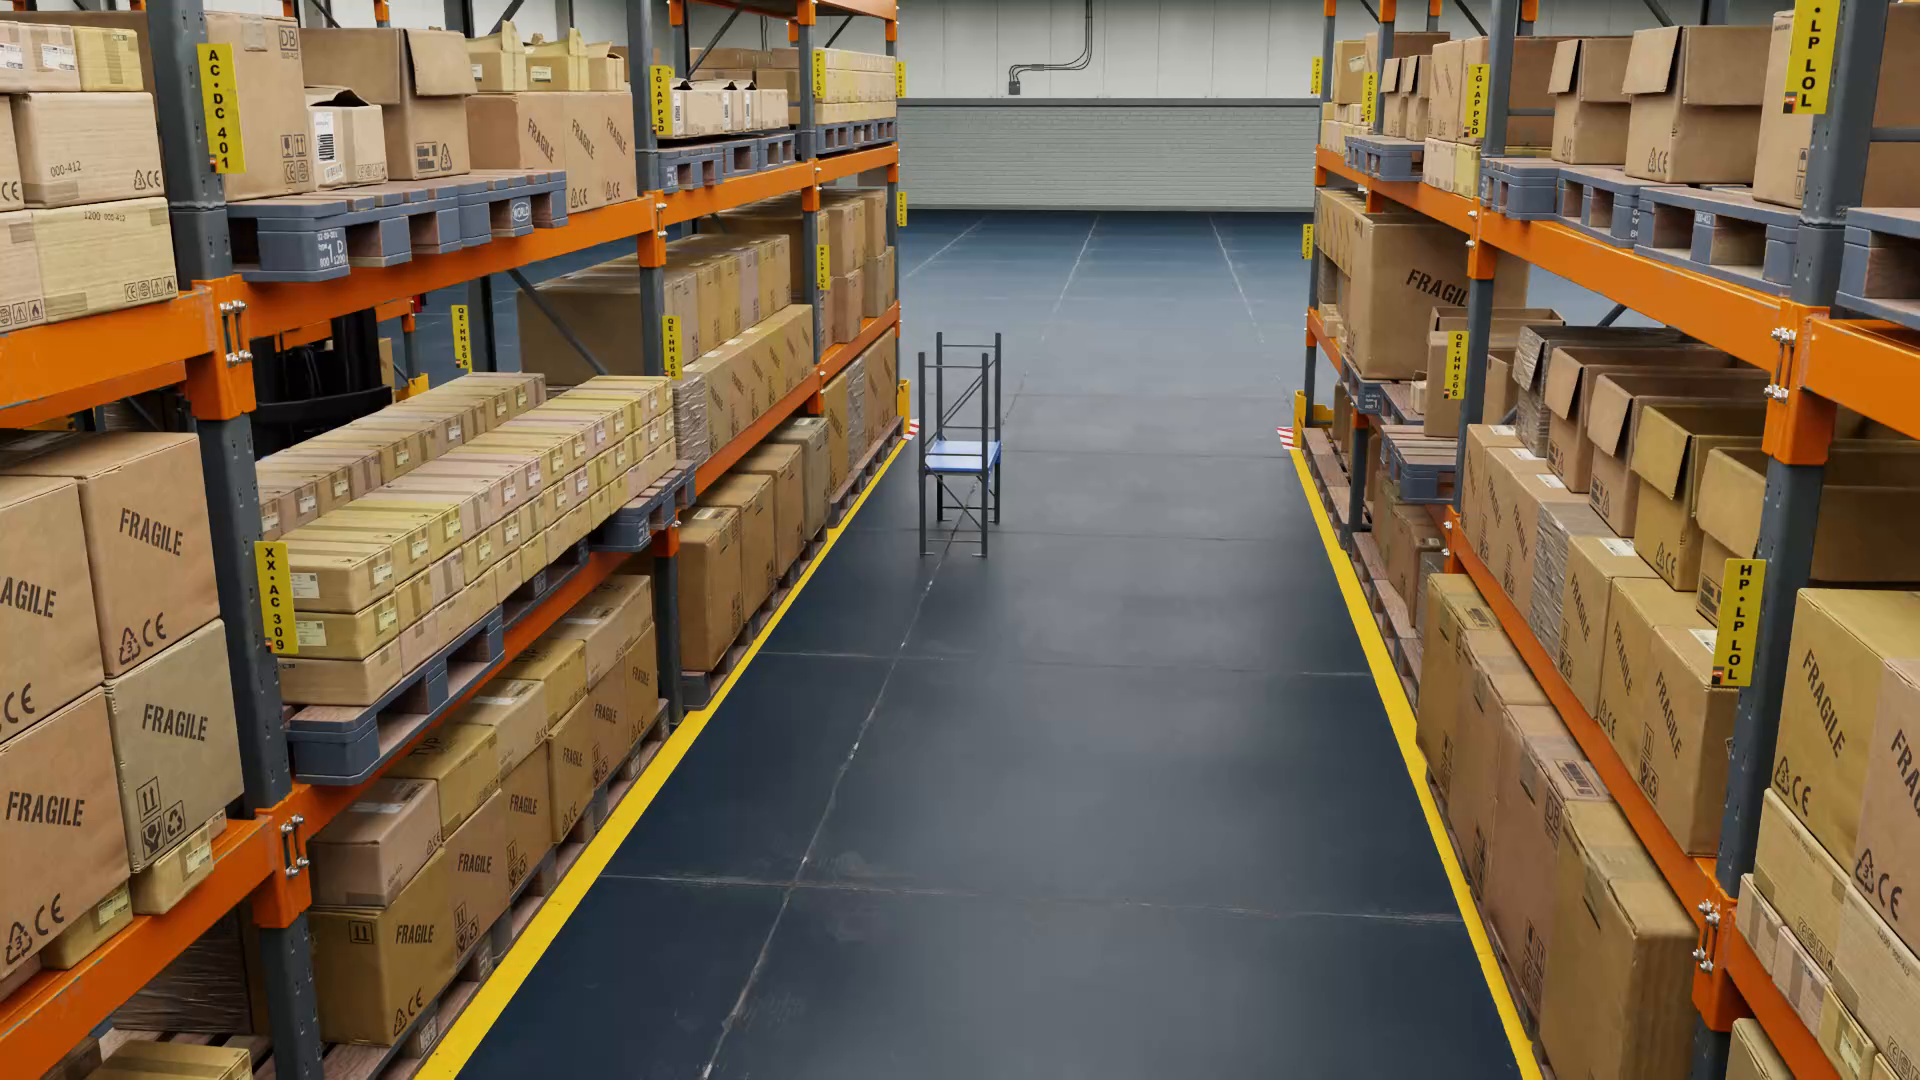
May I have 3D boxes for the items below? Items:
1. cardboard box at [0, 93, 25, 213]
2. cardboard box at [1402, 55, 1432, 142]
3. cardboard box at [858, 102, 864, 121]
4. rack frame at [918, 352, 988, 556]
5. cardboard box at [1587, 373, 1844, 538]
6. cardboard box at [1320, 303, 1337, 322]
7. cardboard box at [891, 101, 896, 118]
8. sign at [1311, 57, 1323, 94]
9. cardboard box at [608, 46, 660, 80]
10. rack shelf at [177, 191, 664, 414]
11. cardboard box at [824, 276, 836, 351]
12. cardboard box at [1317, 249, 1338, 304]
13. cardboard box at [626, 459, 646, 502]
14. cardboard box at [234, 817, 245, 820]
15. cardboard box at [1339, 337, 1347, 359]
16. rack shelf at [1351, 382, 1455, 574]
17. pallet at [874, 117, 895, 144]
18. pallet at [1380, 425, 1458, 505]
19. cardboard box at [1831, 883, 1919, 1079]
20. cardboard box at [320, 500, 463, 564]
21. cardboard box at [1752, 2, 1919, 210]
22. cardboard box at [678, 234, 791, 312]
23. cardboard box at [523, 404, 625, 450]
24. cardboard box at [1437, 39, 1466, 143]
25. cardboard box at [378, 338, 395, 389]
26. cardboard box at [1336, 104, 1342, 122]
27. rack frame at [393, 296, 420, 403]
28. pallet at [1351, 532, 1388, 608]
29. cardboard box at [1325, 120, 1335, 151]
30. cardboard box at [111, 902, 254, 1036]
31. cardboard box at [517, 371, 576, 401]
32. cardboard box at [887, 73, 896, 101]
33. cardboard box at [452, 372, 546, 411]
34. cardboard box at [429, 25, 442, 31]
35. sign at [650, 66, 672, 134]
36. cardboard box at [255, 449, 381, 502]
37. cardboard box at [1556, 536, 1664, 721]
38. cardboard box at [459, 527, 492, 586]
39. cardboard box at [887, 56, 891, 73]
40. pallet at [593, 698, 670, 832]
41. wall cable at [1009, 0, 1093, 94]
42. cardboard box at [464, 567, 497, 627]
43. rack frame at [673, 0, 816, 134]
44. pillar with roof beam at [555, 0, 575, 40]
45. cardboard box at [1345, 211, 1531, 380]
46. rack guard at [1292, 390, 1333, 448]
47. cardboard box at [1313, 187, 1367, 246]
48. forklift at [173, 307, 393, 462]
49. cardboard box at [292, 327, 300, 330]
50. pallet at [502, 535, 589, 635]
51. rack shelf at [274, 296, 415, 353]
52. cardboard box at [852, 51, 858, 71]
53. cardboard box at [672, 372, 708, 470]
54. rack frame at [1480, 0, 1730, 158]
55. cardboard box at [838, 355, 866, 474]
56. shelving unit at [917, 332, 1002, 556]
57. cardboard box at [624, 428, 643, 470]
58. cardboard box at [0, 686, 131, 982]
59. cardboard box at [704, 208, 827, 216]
[{"bbox_3d":[-2.327,-0.789,3.416,0.500,0.250,0.500,1,15,4],"label":"cardboard box"},{"bbox_3d":[3.105,-2.673,10.054,0.797,0.503,0.637,2,15,9],"label":"cardboard box"},{"bbox_3d":[-1.004,-3.565,13.839,0.380,0.149,0.250,2,15,7],"label":"cardboard box"},{"bbox_3d":[-0.048,-0.614,12.061,0.500,1.500,0.032,2,15,6],"label":"rack frame"},{"bbox_3d":[2.667,-0.299,5.908,0.797,0.503,0.637,2,15,8],"label":"cardboard box"},{"bbox_3d":[3.454,-2.057,15.003,0.380,0.149,0.250,2,15,6],"label":"cardboard box"},{"bbox_3d":[-0.804,-4.027,15.549,0.380,0.149,0.250,2,15,6],"label":"cardboard box"},{"bbox_3d":[3.274,-4.260,15.247,0.100,0.325,0.005,2,15,6],"label":"sign"},{"bbox_3d":[-2.088,-2.677,9.883,0.500,0.500,0.500,2,15,6],"label":"cardboard box"},{"bbox_3d":[-2.232,-1.053,6.442,1.077,0.370,4.000,2,15,6],"label":"rack shelf"},{"bbox_3d":[-1.486,-1.820,13.360,0.875,0.550,0.550,2,15,6],"label":"cardboard box"},{"bbox_3d":[3.724,-2.424,15.117,0.875,0.500,0.500,2,15,6],"label":"cardboard box"},{"bbox_3d":[-1.664,-0.280,7.628,0.380,0.149,0.250,2,15,7],"label":"cardboard box"},{"bbox_3d":[-2.625,1.008,5.737,0.500,0.250,0.500,1,15,5],"label":"cardboard box"},{"bbox_3d":[3.137,-1.475,12.852,0.380,0.149,0.250,2,15,6],"label":"cardboard box"},{"bbox_3d":[3.136,-0.470,10.033,1.077,0.370,4.000,2,15,6],"label":"rack shelf"},{"bbox_3d":[-1.177,-3.758,15.238,1.003,0.211,1.213,2,15,6],"label":"pallet"},{"bbox_3d":[2.885,-0.394,8.741,1.213,0.211,1.003,2,15,6],"label":"pallet"},{"bbox_3d":[2.085,0.910,3.266,0.500,0.250,0.500,2,15,6],"label":"cardboard box"},{"bbox_3d":[-1.899,-0.030,5.563,0.380,0.149,0.250,2,15,7],"label":"cardboard box"},{"bbox_3d":[2.515,-1.111,4.282,0.700,0.500,0.500,2,15,8],"label":"cardboard box"},{"bbox_3d":[-1.605,-1.911,11.874,0.700,0.500,0.500,1,15,5],"label":"cardboard box"},{"bbox_3d":[-1.693,-0.497,7.290,0.380,0.149,0.250,2,15,8],"label":"cardboard box"},{"bbox_3d":[2.763,-2.301,8.529,0.500,0.500,0.500,2,15,6],"label":"cardboard box"},{"bbox_3d":[-5.865,-1.688,16.183,0.500,0.500,0.500,2,15,7],"label":"cardboard box"},{"bbox_3d":[3.388,-3.612,14.051,0.380,0.149,0.250,2,15,6],"label":"cardboard box"},{"bbox_3d":[-6.033,-2.666,16.773,1.000,3.000,0.127,2,15,6],"label":"rack frame"},{"bbox_3d":[3.276,0.212,11.474,1.003,0.211,1.213,2,15,6],"label":"pallet"},{"bbox_3d":[3.450,-3.498,14.393,0.500,0.250,0.500,1,15,5],"label":"cardboard box"},{"bbox_3d":[-2.624,1.371,5.830,0.500,0.500,0.500,1,15,5],"label":"cardboard box"},{"bbox_3d":[-2.222,-0.644,9.106,0.500,0.500,0.500,2,15,6],"label":"cardboard box"},{"bbox_3d":[-0.881,-4.181,15.353,0.500,0.250,0.500,2,15,7],"label":"cardboard box"},{"bbox_3d":[-2.251,-0.724,8.132,0.380,0.149,0.250,2,15,6],"label":"cardboard box"},{"bbox_3d":[-2.374,-2.039,7.052,0.396,0.266,0.258,2,15,6],"label":"cardboard box"},{"bbox_3d":[-1.467,-2.152,8.138,0.100,0.325,0.005,2,15,6],"label":"sign"},{"bbox_3d":[-2.458,-0.250,6.378,0.380,0.149,0.250,1,15,4],"label":"cardboard box"},{"bbox_3d":[2.355,0.297,5.625,0.500,0.500,0.500,2,15,6],"label":"cardboard box"},{"bbox_3d":[-1.871,0.051,5.834,0.380,0.149,0.250,1,15,4],"label":"cardboard box"},{"bbox_3d":[-0.834,-4.347,15.201,0.380,0.149,0.250,2,15,7],"label":"cardboard box"},{"bbox_3d":[-2.096,1.078,8.272,1.003,0.211,1.213,2,15,6],"label":"pallet"},{"bbox_3d":[2.523,-15.417,45.921,2.305,6.003,0.169,2,15,6],"label":"wall cable"},{"bbox_3d":[-1.869,0.194,5.873,0.380,0.149,0.250,2,15,7],"label":"cardboard box"},{"bbox_3d":[-1.555,-4.405,11.711,1.000,3.000,0.127,2,15,6],"label":"rack frame"},{"bbox_3d":[-4.954,-11.651,38.509,9.100,9.000,0.400,2,15,6],"label":"pillar with roof beam"},{"bbox_3d":[3.133,-1.627,10.977,1.000,1.000,1.000,2,15,7],"label":"cardboard box"},{"bbox_3d":[3.805,-1.147,15.947,1.175,0.500,0.348,2,15,6],"label":"rack guard"},{"bbox_3d":[3.481,-2.914,15.014,0.500,0.500,0.500,2,15,6],"label":"cardboard box"},{"bbox_3d":[-4.656,-1.123,11.199,3.031,2.935,1.130,12,19,38],"label":"forklift"},{"bbox_3d":[-5.977,-1.911,14.463,0.380,0.149,0.250,2,15,7],"label":"cardboard box"},{"bbox_3d":[-2.189,0.136,6.780,1.003,0.211,1.213,2,15,6],"label":"pallet"},{"bbox_3d":[-6.259,-1.800,14.949,1.077,0.370,4.000,2,15,6],"label":"rack shelf"},{"bbox_3d":[-1.034,-3.886,13.497,0.380,0.149,0.250,2,15,6],"label":"cardboard box"},{"bbox_3d":[-1.687,-0.628,9.046,0.500,0.500,0.500,2,15,7],"label":"cardboard box"},{"bbox_3d":[2.911,-3.195,7.238,1.000,3.000,0.127,2,15,6],"label":"rack frame"},{"bbox_3d":[-1.316,-1.081,14.178,0.875,0.875,0.875,2,15,7],"label":"cardboard box"},{"bbox_3d":[0.010,-0.746,12.548,0.538,1.500,1.048,2,15,6],"label":"shelving unit"},{"bbox_3d":[-1.665,-0.417,7.565,0.380,0.149,0.250,2,15,8],"label":"cardboard box"},{"bbox_3d":[-2.291,0.643,3.777,0.500,0.500,0.500,1,15,5],"label":"cardboard box"},{"bbox_3d":[-1.533,-2.343,13.224,0.875,0.550,0.550,2,15,6],"label":"cardboard box"}]
